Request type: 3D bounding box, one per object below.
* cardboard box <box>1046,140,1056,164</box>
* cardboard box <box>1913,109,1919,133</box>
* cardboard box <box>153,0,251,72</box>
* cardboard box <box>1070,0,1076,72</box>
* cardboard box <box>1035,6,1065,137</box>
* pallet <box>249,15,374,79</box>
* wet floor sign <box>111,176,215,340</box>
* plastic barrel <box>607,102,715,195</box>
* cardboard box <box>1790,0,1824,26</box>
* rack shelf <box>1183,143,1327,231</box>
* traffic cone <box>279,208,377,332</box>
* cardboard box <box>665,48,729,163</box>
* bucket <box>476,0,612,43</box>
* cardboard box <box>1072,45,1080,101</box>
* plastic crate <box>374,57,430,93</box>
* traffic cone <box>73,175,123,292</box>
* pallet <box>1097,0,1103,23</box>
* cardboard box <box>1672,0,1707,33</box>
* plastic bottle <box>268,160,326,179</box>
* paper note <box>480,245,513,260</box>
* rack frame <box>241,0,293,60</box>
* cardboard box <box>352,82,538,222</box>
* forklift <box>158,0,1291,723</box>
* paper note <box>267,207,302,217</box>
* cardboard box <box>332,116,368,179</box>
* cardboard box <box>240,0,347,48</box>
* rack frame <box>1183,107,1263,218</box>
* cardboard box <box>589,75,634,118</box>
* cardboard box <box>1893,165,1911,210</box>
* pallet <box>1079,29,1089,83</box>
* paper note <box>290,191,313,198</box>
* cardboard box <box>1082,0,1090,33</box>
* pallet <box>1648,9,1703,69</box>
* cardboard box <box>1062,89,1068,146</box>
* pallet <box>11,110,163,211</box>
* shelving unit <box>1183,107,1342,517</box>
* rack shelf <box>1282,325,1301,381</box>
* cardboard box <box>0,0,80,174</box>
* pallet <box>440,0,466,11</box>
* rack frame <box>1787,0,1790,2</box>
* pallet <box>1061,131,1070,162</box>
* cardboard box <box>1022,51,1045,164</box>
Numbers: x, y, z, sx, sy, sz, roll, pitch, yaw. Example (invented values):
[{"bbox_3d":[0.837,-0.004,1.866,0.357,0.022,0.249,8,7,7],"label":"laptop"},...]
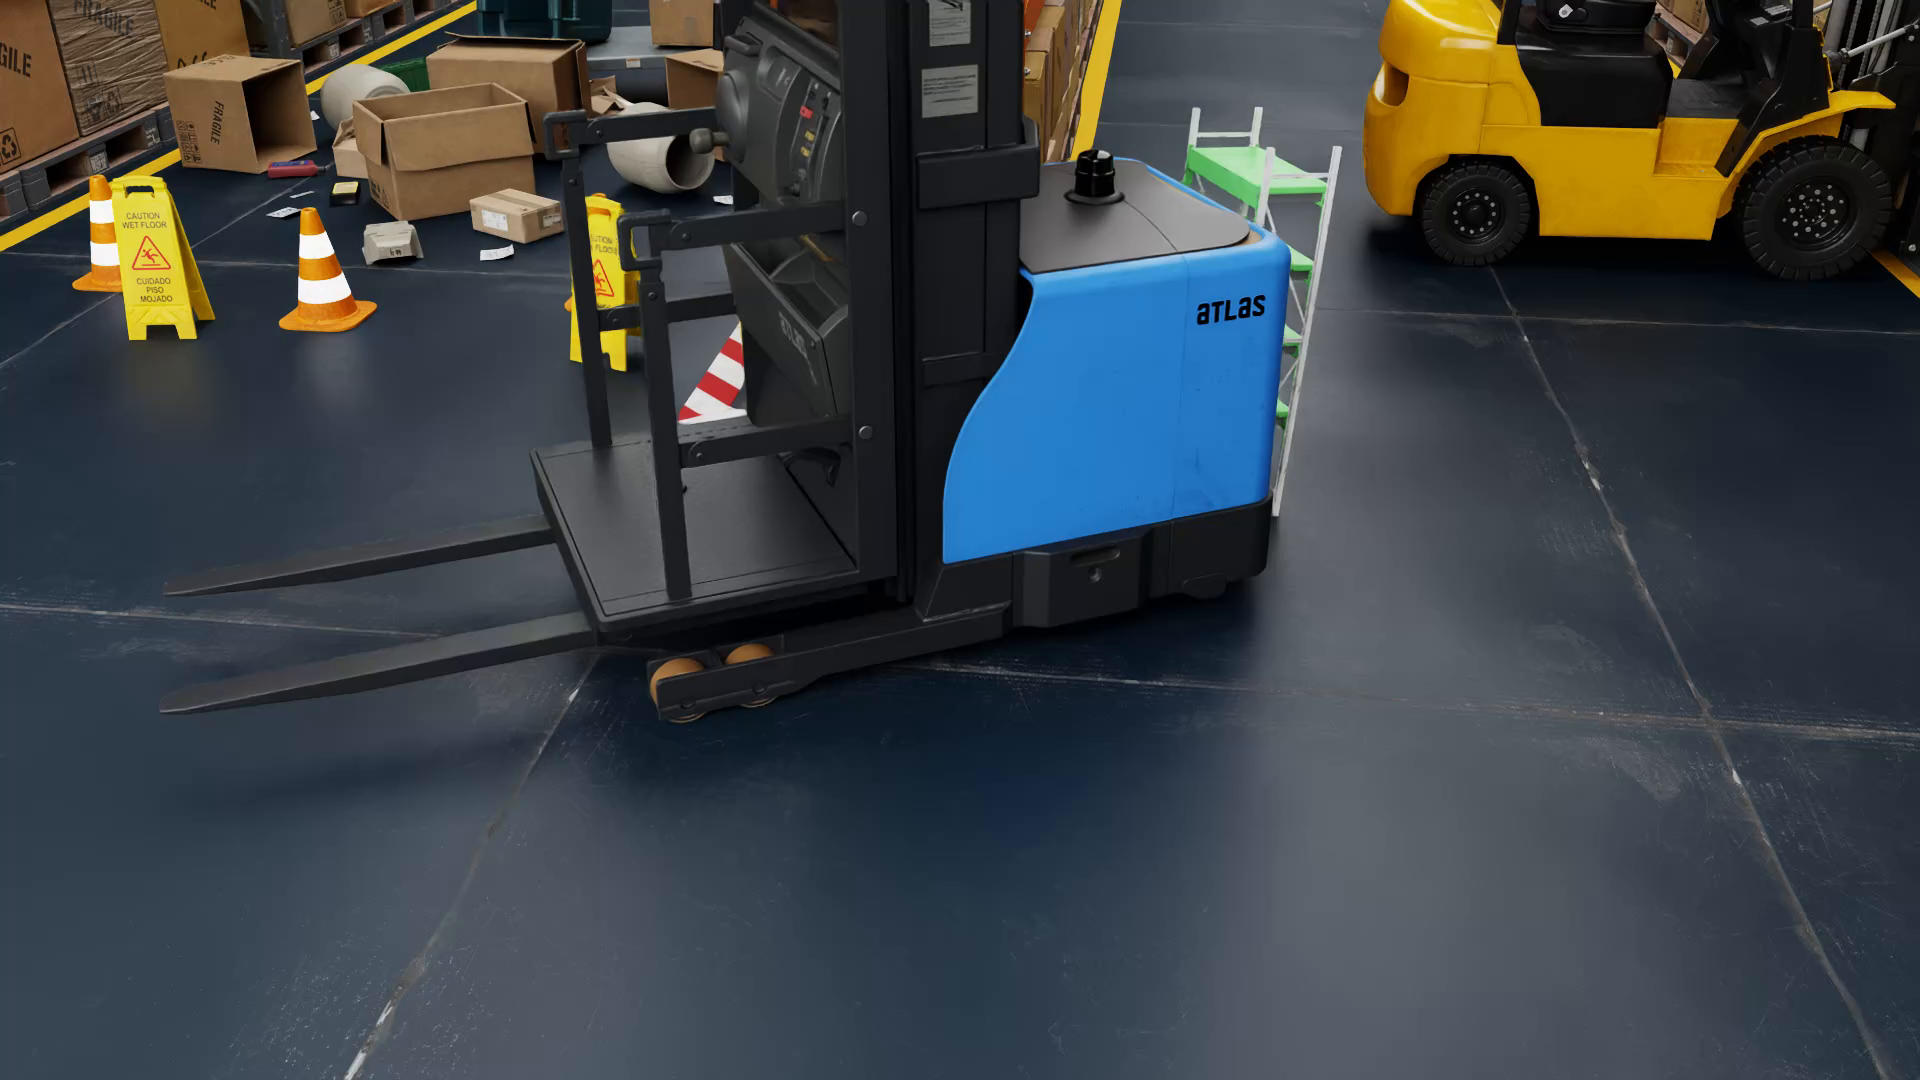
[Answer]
[{"bbox_3d":[0.161,-1.655,7.615,0.500,0.250,0.500,4,29,8],"label":"cardboard box"},{"bbox_3d":[4.574,-1.947,7.631,0.500,0.250,0.500,3,28,6],"label":"cardboard box"},{"bbox_3d":[-4.863,-3.157,9.746,0.875,0.875,0.875,4,29,7],"label":"cardboard box"},{"bbox_3d":[0.342,-2.731,8.822,0.500,0.500,0.500,4,29,7],"label":"cardboard box"},{"bbox_3d":[0.223,-2.238,7.908,0.500,0.500,0.500,4,29,7],"label":"cardboard box"},{"bbox_3d":[-4.697,-3.340,11.227,1.003,0.211,1.213,3,28,6],"label":"pallet"},{"bbox_3d":[-3.245,-1.152,6.708,0.267,0.644,0.232,-1,28,-3],"label":"wet floor sign"},{"bbox_3d":[-1.531,-2.003,8.522,0.421,0.421,0.512,-24,36,-37],"label":"plastic barrel"},{"bbox_3d":[4.764,-2.878,8.832,0.500,0.250,0.500,3,28,5],"label":"cardboard box"},{"bbox_3d":[0.908,-1.083,5.102,0.258,0.148,0.480,-5,29,-18],"label":"rack shelf"},{"bbox_3d":[-2.653,-1.142,6.882,0.336,0.463,0.334,3,28,6],"label":"traffic cone"},{"bbox_3d":[-1.273,-2.435,9.240,0.500,0.500,0.500,-24,36,-37],"label":"cardboard box"},{"bbox_3d":[-2.445,-3.230,9.932,0.726,0.611,0.620,14,21,24],"label":"bucket"},{"bbox_3d":[0.403,-2.640,9.445,0.500,0.250,0.500,5,29,9],"label":"cardboard box"},{"bbox_3d":[-3.438,-2.829,10.243,0.450,0.188,0.662,9,28,37],"label":"plastic crate"},{"bbox_3d":[-3.733,-1.368,7.301,0.336,0.463,0.334,3,28,6],"label":"traffic cone"},{"bbox_3d":[0.601,-4.247,12.911,1.003,0.211,1.213,3,28,6],"label":"pallet"},{"bbox_3d":[5.381,-3.778,11.160,0.875,0.625,0.625,2,28,4],"label":"cardboard box"},{"bbox_3d":[-3.525,-1.976,8.853,0.283,0.061,0.133,-6,29,-11],"label":"plastic bottle"},{"bbox_3d":[-2.142,-1.331,7.687,0.148,0.019,0.142,-6,29,-11],"label":"paper note"},{"bbox_3d":[-4.717,-4.200,9.883,1.000,3.000,0.127,3,28,6],"label":"rack frame"},{"bbox_3d":[-2.579,-1.952,8.342,0.797,0.503,0.637,-17,33,-29],"label":"cardboard box"},{"bbox_3d":[-0.653,-1.095,4.192,3.031,2.935,1.130,-11,30,-19],"label":"forklift"},{"bbox_3d":[-3.335,-1.629,8.243,0.144,0.017,0.142,14,31,24],"label":"paper note"},{"bbox_3d":[-3.100,-2.080,8.831,0.396,0.266,0.258,8,29,15],"label":"cardboard box"},{"bbox_3d":[-4.730,-3.692,10.869,1.050,0.750,0.750,3,28,6],"label":"cardboard box"},{"bbox_3d":[0.801,-0.823,5.494,0.240,1.200,0.015,-5,29,-18],"label":"rack frame"},{"bbox_3d":[-2.022,-2.497,9.606,0.258,0.266,0.396,-17,33,-29],"label":"cardboard box"},{"bbox_3d":[4.571,-1.718,7.733,0.500,0.250,0.500,4,29,8],"label":"cardboard box"},{"bbox_3d":[0.302,-3.099,10.779,1.003,0.211,1.213,3,28,6],"label":"pallet"},{"bbox_3d":[-3.374,-1.773,8.531,0.032,0.001,0.123,20,34,32],"label":"paper note"},{"bbox_3d":[0.355,-3.573,11.048,0.950,0.372,0.625,5,29,9],"label":"cardboard box"},{"bbox_3d":[5.334,-3.370,11.284,1.003,0.211,1.213,3,28,6],"label":"pallet"},{"bbox_3d":[0.280,-2.150,8.534,0.500,0.250,0.500,4,29,7],"label":"cardboard box"},{"bbox_3d":[-5.035,-2.043,8.820,1.003,0.211,1.213,3,28,6],"label":"pallet"},{"bbox_3d":[0.879,-0.713,5.291,0.258,1.200,0.503,-5,29,-18],"label":"shelving unit"},{"bbox_3d":[0.875,-0.657,5.320,0.258,0.148,0.480,-5,29,-18],"label":"rack shelf"},{"bbox_3d":[-5.084,-2.304,8.161,0.875,0.875,0.875,3,28,5],"label":"cardboard box"},{"bbox_3d":[-4.398,-4.488,13.359,1.003,0.211,1.213,3,28,6],"label":"pallet"},{"bbox_3d":[5.135,-3.673,8.905,1.000,3.000,0.127,3,28,6],"label":"rack frame"},{"bbox_3d":[0.014,-1.838,8.439,1.003,0.211,1.213,3,28,6],"label":"pallet"},{"bbox_3d":[0.094,-1.756,7.013,0.500,0.500,0.500,2,28,4],"label":"cardboard box"}]
